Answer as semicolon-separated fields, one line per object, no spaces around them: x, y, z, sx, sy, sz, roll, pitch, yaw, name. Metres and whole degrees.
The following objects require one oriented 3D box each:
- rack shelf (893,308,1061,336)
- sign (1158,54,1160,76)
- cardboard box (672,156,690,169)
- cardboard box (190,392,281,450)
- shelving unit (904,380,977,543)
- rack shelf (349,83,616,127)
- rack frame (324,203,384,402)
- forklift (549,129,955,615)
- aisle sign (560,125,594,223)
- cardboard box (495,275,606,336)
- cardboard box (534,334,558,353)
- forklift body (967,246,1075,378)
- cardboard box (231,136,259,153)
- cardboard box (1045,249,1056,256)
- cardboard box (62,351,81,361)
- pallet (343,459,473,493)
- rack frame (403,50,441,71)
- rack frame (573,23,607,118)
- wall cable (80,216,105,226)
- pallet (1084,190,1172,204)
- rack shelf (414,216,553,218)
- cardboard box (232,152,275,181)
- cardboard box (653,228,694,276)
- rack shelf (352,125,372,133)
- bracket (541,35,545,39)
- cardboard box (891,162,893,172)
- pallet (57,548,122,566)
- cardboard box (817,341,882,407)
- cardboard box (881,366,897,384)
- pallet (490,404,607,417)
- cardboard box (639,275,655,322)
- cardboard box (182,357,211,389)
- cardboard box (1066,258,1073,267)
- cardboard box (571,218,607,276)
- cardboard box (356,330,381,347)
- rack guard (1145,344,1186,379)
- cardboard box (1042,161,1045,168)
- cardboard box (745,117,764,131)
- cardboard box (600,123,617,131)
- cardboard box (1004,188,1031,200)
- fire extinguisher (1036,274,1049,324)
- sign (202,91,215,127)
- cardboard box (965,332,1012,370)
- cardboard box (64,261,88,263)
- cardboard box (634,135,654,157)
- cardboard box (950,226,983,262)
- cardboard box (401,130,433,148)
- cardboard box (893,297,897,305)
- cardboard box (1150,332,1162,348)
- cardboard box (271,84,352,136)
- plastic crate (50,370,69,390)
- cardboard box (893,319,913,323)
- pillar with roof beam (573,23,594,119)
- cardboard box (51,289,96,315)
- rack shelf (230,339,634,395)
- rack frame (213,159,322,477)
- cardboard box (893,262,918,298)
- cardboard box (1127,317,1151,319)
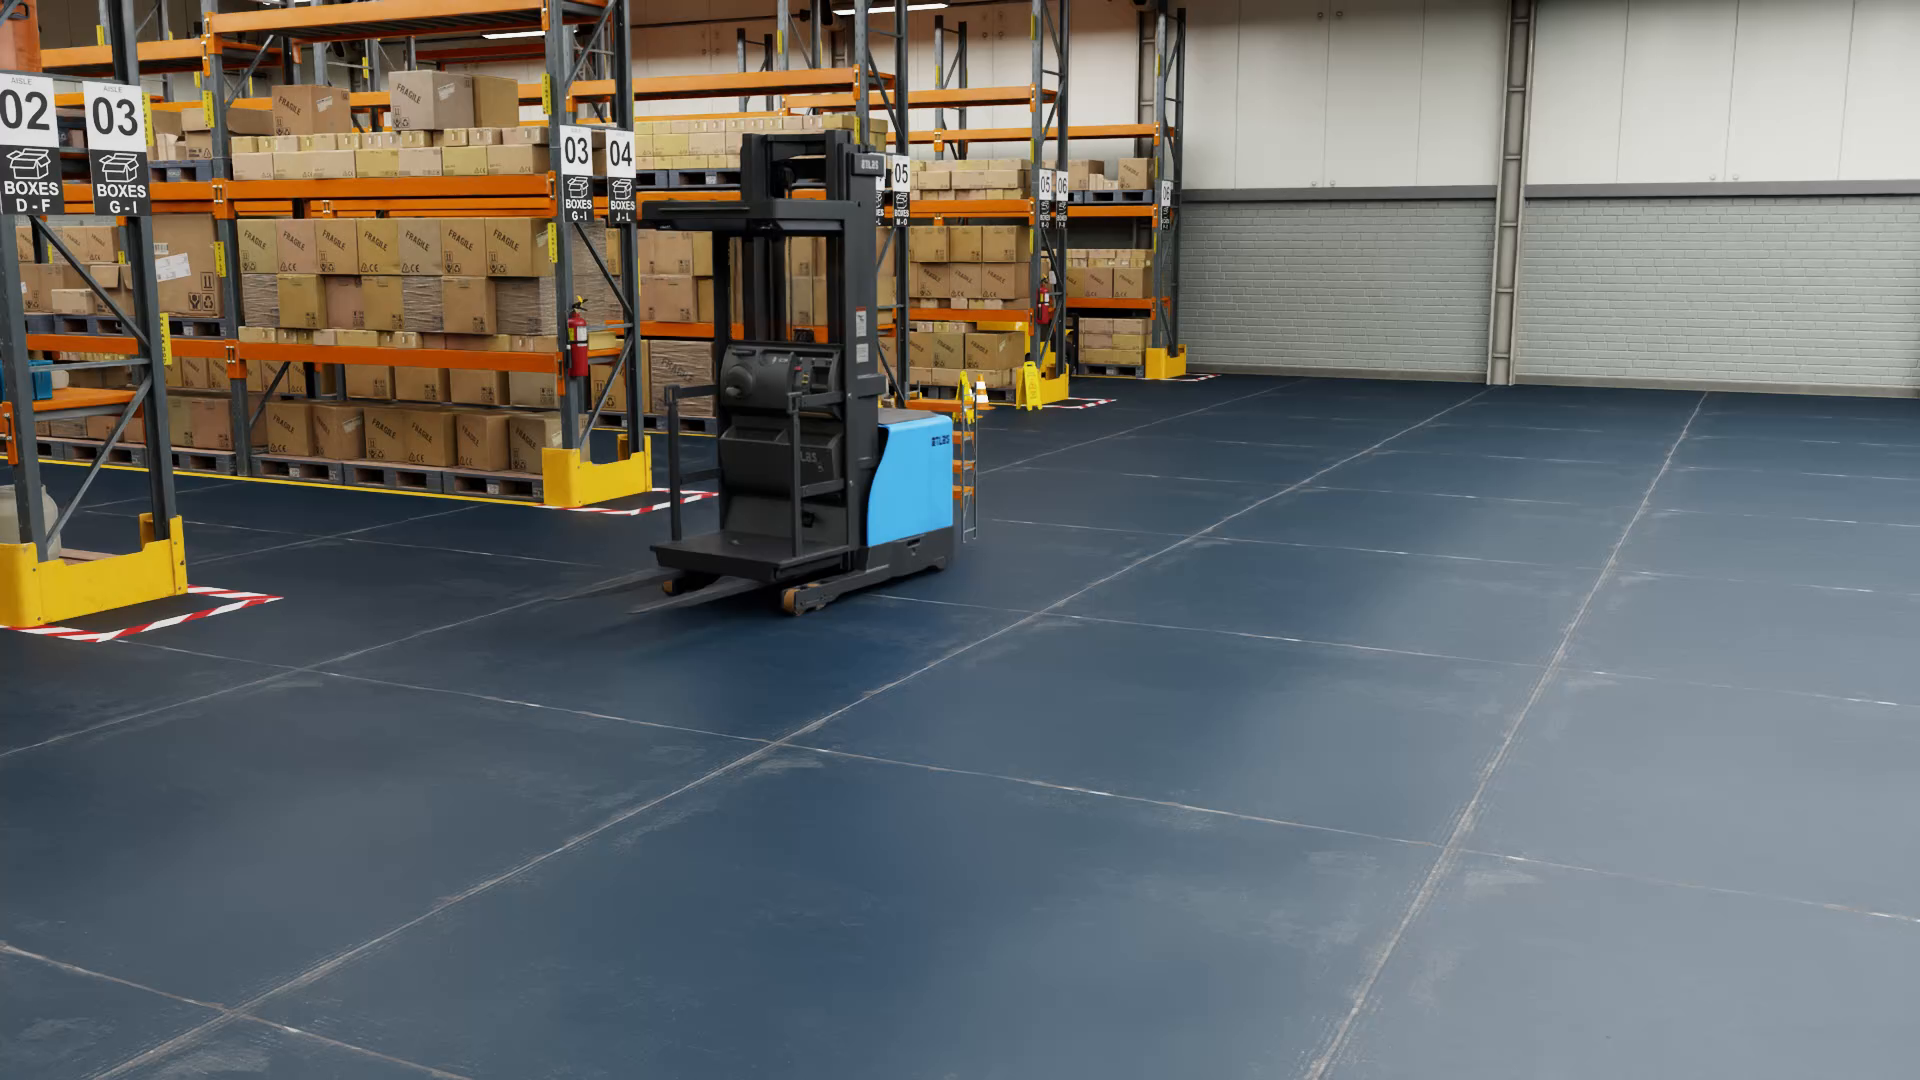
-0.555;-3.237;24.212;4.000;0.370;1.077;5;11;26;rack shelf
3.179;-7.591;26.562;0.005;0.325;0.100;5;11;26;sign
-3.129;-4.375;19.304;0.250;0.149;0.380;5;11;26;cardboard box
-7.274;-1.204;16.743;0.500;0.500;0.700;4;11;21;cardboard box
-0.148;-0.603;12.695;0.503;1.200;0.258;5;11;26;shelving unit
-6.241;-5.509;21.043;4.000;0.370;1.077;5;11;26;rack shelf
-8.035;-3.265;22.348;0.127;3.000;1.000;5;11;26;rack frame
-1.265;-1.076;10.446;1.130;2.935;3.031;7;12;33;forklift
-3.223;-3.077;14.009;0.004;0.787;0.394;5;11;26;aisle sign
-3.627;-2.094;14.760;0.500;0.500;0.875;5;11;26;cardboard box
-3.493;-1.716;14.496;0.250;0.149;0.380;5;11;26;cardboard box
0.924;-3.667;26.950;1.214;2.155;2.313;5;11;26;forklift body
-6.578;-3.689;15.571;0.250;0.149;0.380;5;11;24;cardboard box
1.639;-4.855;28.198;0.250;0.149;0.380;5;11;27;cardboard box
-13.011;-2.735;24.575;0.250;0.149;0.380;4;11;23;cardboard box
-5.017;-0.650;15.731;1.213;0.211;1.003;5;11;26;pallet
-10.917;-8.439;34.091;0.127;3.000;1.000;5;11;26;rack frame
-5.935;-7.016;26.226;0.127;3.000;1.000;5;11;26;rack frame
-17.560;-5.862;33.844;0.122;1.984;0.588;5;11;26;wall cable
2.809;-5.719;27.730;1.213;0.211;1.003;5;11;26;pallet
-9.123;-6.451;33.551;4.000;0.370;1.077;5;11;26;rack shelf
-6.443;-3.492;15.598;0.500;0.250;0.500;5;11;24;cardboard box
-3.164;-3.431;19.813;0.550;0.550;0.875;5;11;26;cardboard box
-11.316;-6.938;28.938;4.000;0.370;1.077;5;11;26;rack shelf
-8.084;-10.070;32.995;0.430;0.232;0.235;5;11;26;bracket
-0.779;-5.307;23.674;0.250;0.149;0.380;5;12;27;cardboard box
-6.153;0.249;10.760;1.213;0.211;1.003;5;11;26;pallet
-1.498;-1.839;19.254;0.875;0.875;0.875;5;11;26;cardboard box
-0.978;-2.431;24.280;0.500;0.250;0.500;5;11;25;cardboard box
-5.173;-1.626;21.124;1.213;0.211;1.003;5;11;26;pallet
-3.608;-2.957;20.224;0.550;0.550;0.875;5;11;26;cardboard box
-10.602;-2.415;23.490;0.500;0.500;0.500;6;12;28;cardboard box
1.836;-4.674;28.033;0.250;0.149;0.380;5;11;26;cardboard box
-3.519;-2.625;14.888;0.500;0.500;0.500;5;11;26;cardboard box
-5.322;-1.861;15.296;0.250;0.149;0.380;5;11;26;cardboard box
3.453;-2.994;27.871;0.348;0.500;1.175;5;11;26;rack guard
1.011;-5.239;23.296;0.250;0.149;0.380;5;11;25;cardboard box
-2.222;-4.688;18.793;0.250;0.149;0.380;5;11;26;cardboard box
-4.042;-4.848;19.676;0.250;0.149;0.380;5;11;25;cardboard box
0.795;-4.769;22.941;0.250;0.149;0.380;5;11;26;cardboard box
1.138;-3.313;22.827;0.183;0.674;0.296;5;11;26;fire extinguisher
-6.975;-4.001;15.434;0.005;0.325;0.100;5;11;26;sign
0.405;-2.677;23.537;0.500;0.500;0.500;5;11;26;cardboard box
-12.646;-3.810;24.243;0.500;0.500;0.500;5;11;24;cardboard box
-3.680;-4.632;19.602;0.500;0.250;0.500;5;11;25;cardboard box
0.234;-4.167;23.409;0.500;0.500;0.700;5;11;26;cardboard box
-4.697;-3.525;14.661;0.250;0.149;0.380;4;11;23;cardboard box
-0.826;-3.431;23.971;0.250;0.149;0.380;5;11;26;cardboard box
3.102;-3.396;28.210;0.500;0.250;0.500;5;12;27;cardboard box
-6.217;-4.089;15.956;0.500;0.500;0.500;5;11;24;cardboard box
-5.998;-1.052;10.858;0.250;0.136;0.298;5;11;26;plastic crate
-1.321;-3.681;30.137;0.625;0.625;0.875;5;11;25;cardboard box
-9.460;-7.635;29.649;0.548;9.000;9.100;5;11;26;pillar with roof beam
-8.919;-2.445;17.059;0.500;0.250;0.500;5;11;24;cardboard box
-4.939;-1.654;15.467;4.000;0.370;1.077;5;11;26;rack shelf
-6.733;-2.166;16.274;0.127;3.000;1.000;5;11;26;rack frame
-0.710;-3.751;23.915;0.500;0.500;0.500;5;11;26;cardboard box
3.085;-3.640;28.154;0.500;0.250;0.500;5;11;25;cardboard box
